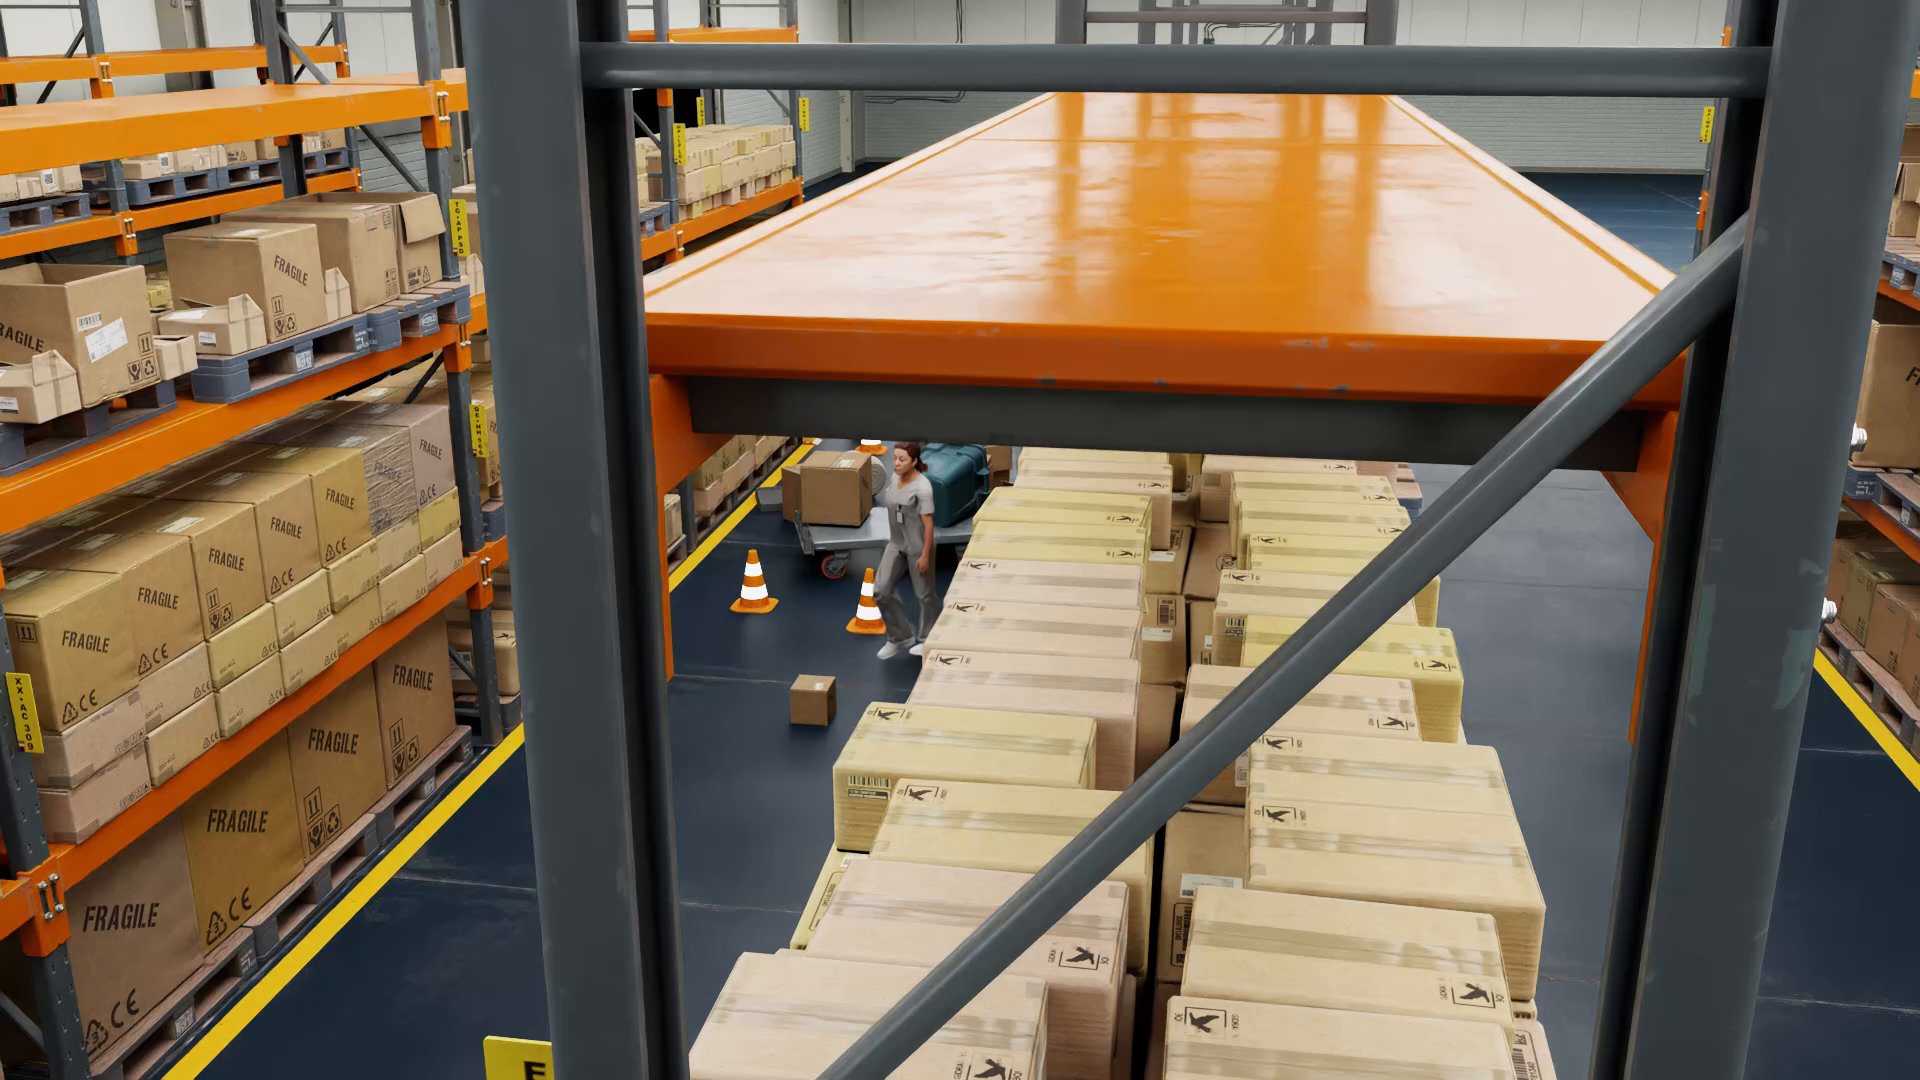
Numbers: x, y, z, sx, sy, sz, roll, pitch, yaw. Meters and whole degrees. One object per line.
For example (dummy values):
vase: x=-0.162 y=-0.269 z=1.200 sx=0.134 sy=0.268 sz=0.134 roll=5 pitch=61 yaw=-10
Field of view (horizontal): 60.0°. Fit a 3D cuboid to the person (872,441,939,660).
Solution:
person: x=-0.320 y=0.070 z=11.831 sx=0.472 sy=1.673 sz=0.527 roll=16 pitch=24 yaw=41
